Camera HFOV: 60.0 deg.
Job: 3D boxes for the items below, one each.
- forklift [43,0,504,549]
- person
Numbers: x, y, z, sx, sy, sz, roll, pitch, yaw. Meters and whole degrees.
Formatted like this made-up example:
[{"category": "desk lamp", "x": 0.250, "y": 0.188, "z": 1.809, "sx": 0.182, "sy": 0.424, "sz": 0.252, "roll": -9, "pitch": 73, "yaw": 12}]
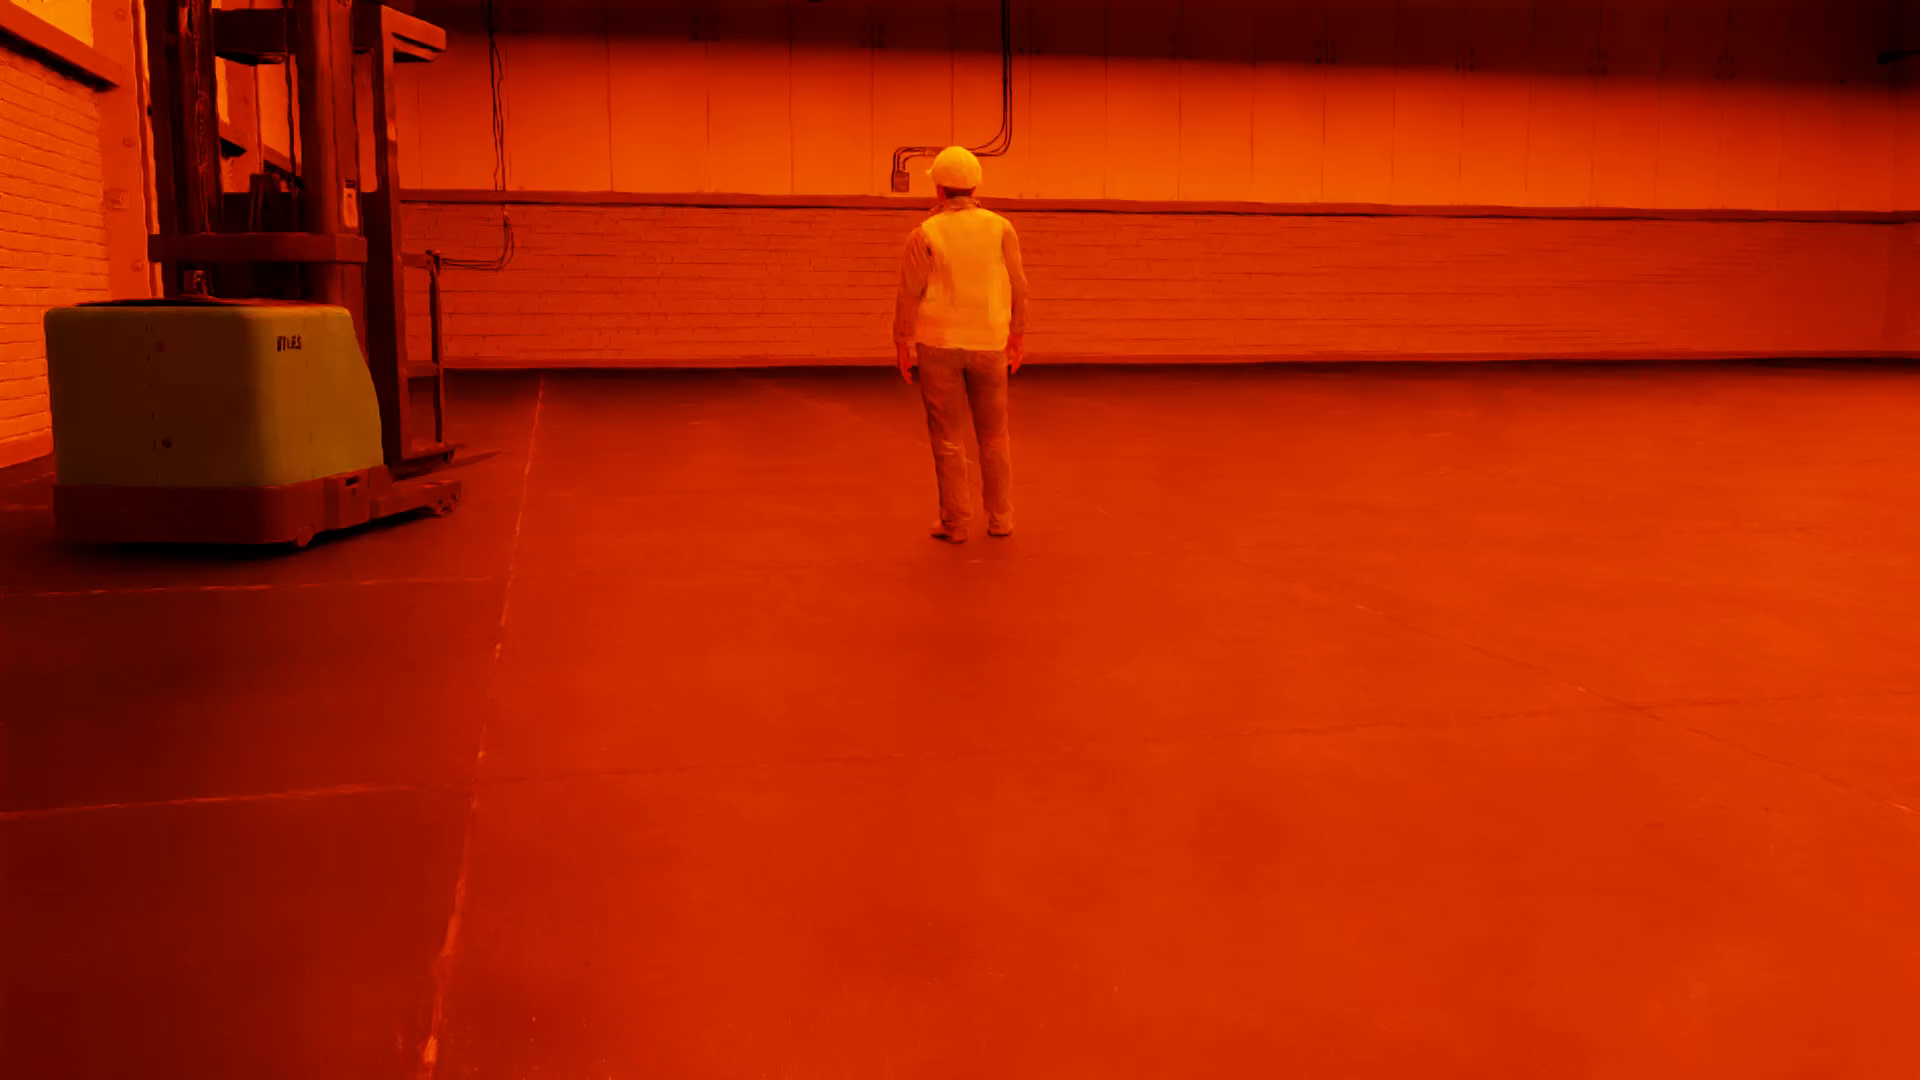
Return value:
[{"category": "forklift", "x": -3.254, "y": -1.578, "z": 8.409, "sx": 1.130, "sy": 2.935, "sz": 3.031, "roll": 1, "pitch": 8, "yaw": 6}, {"category": "person", "x": -0.007, "y": -0.894, "z": 7.645, "sx": 0.632, "sy": 1.773, "sz": 0.567, "roll": -2, "pitch": 8, "yaw": -13}]
